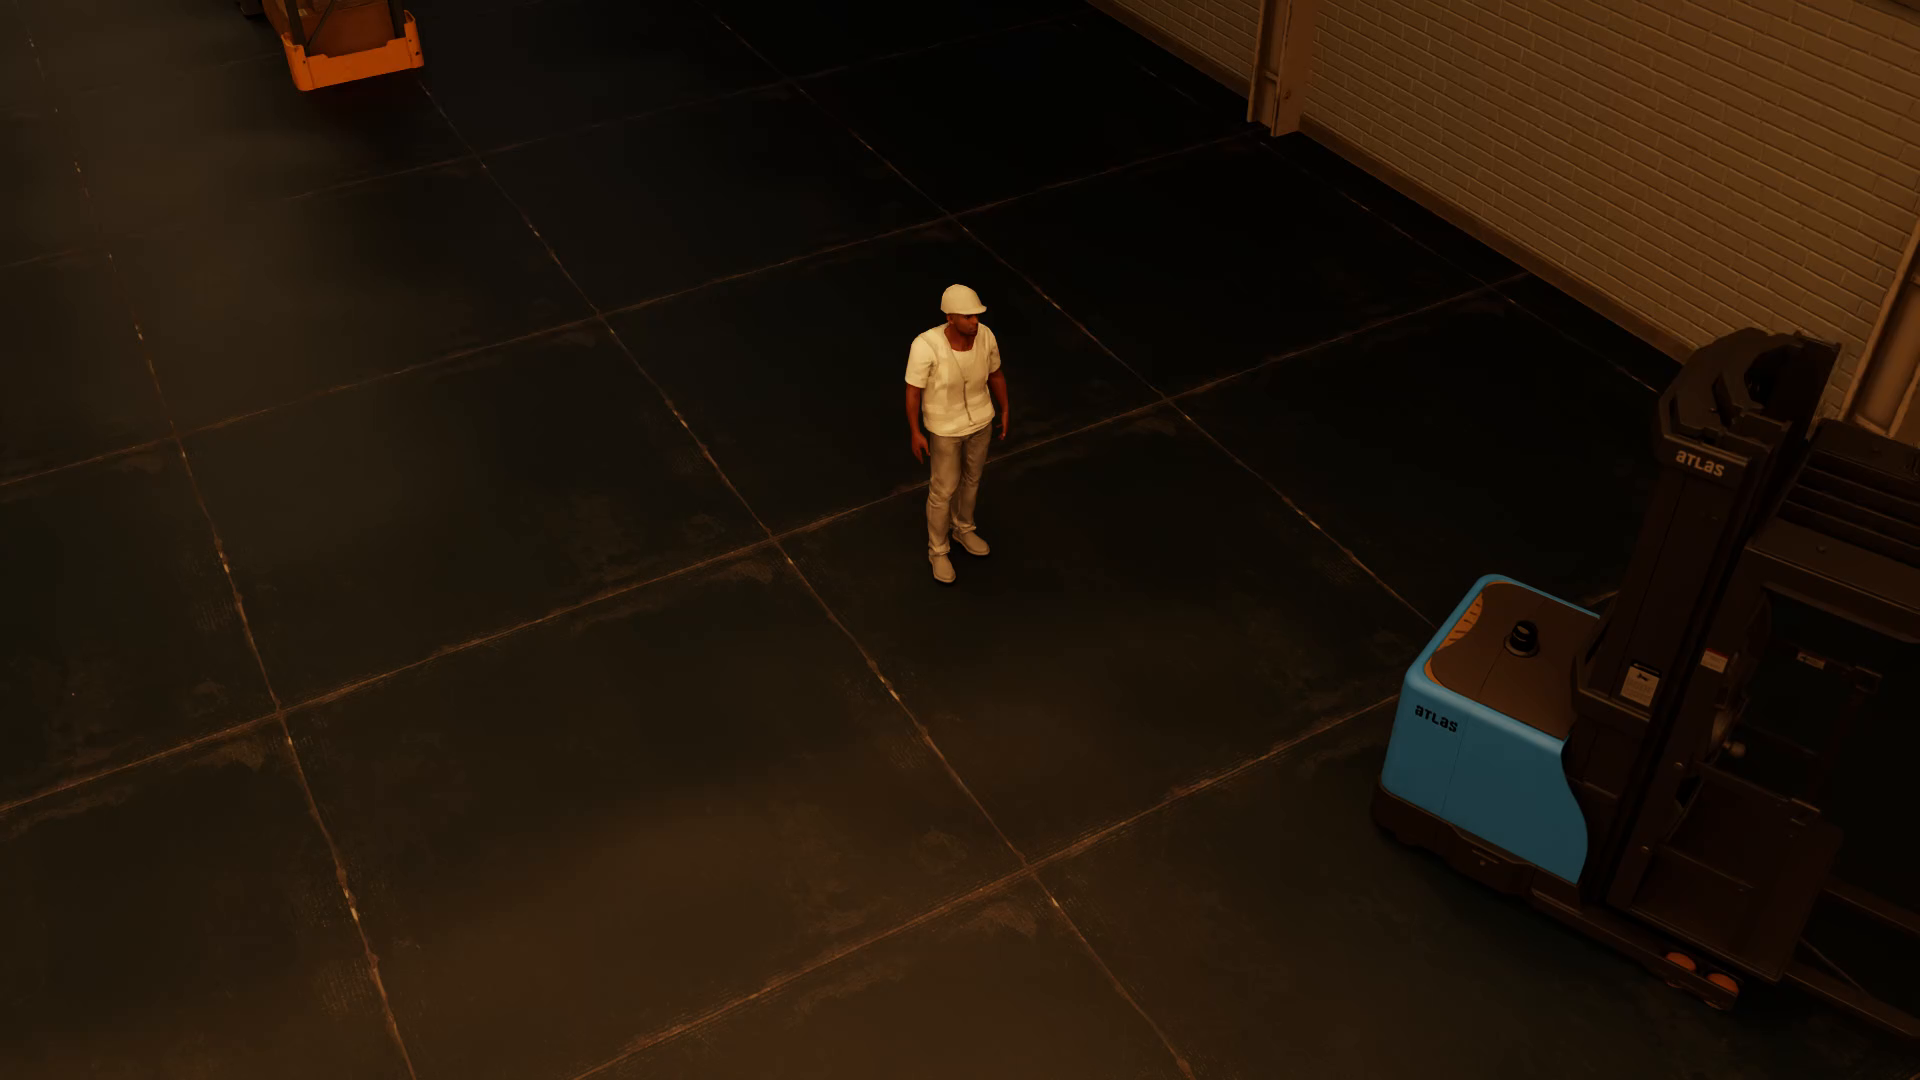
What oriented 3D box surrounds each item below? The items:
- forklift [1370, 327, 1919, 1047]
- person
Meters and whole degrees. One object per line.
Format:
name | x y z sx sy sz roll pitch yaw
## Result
forklift | 3.589 0.657 7.243 3.031 2.935 1.130 26 46 28
person | 0.030 -0.645 9.714 0.665 1.768 0.575 -20 44 -23
